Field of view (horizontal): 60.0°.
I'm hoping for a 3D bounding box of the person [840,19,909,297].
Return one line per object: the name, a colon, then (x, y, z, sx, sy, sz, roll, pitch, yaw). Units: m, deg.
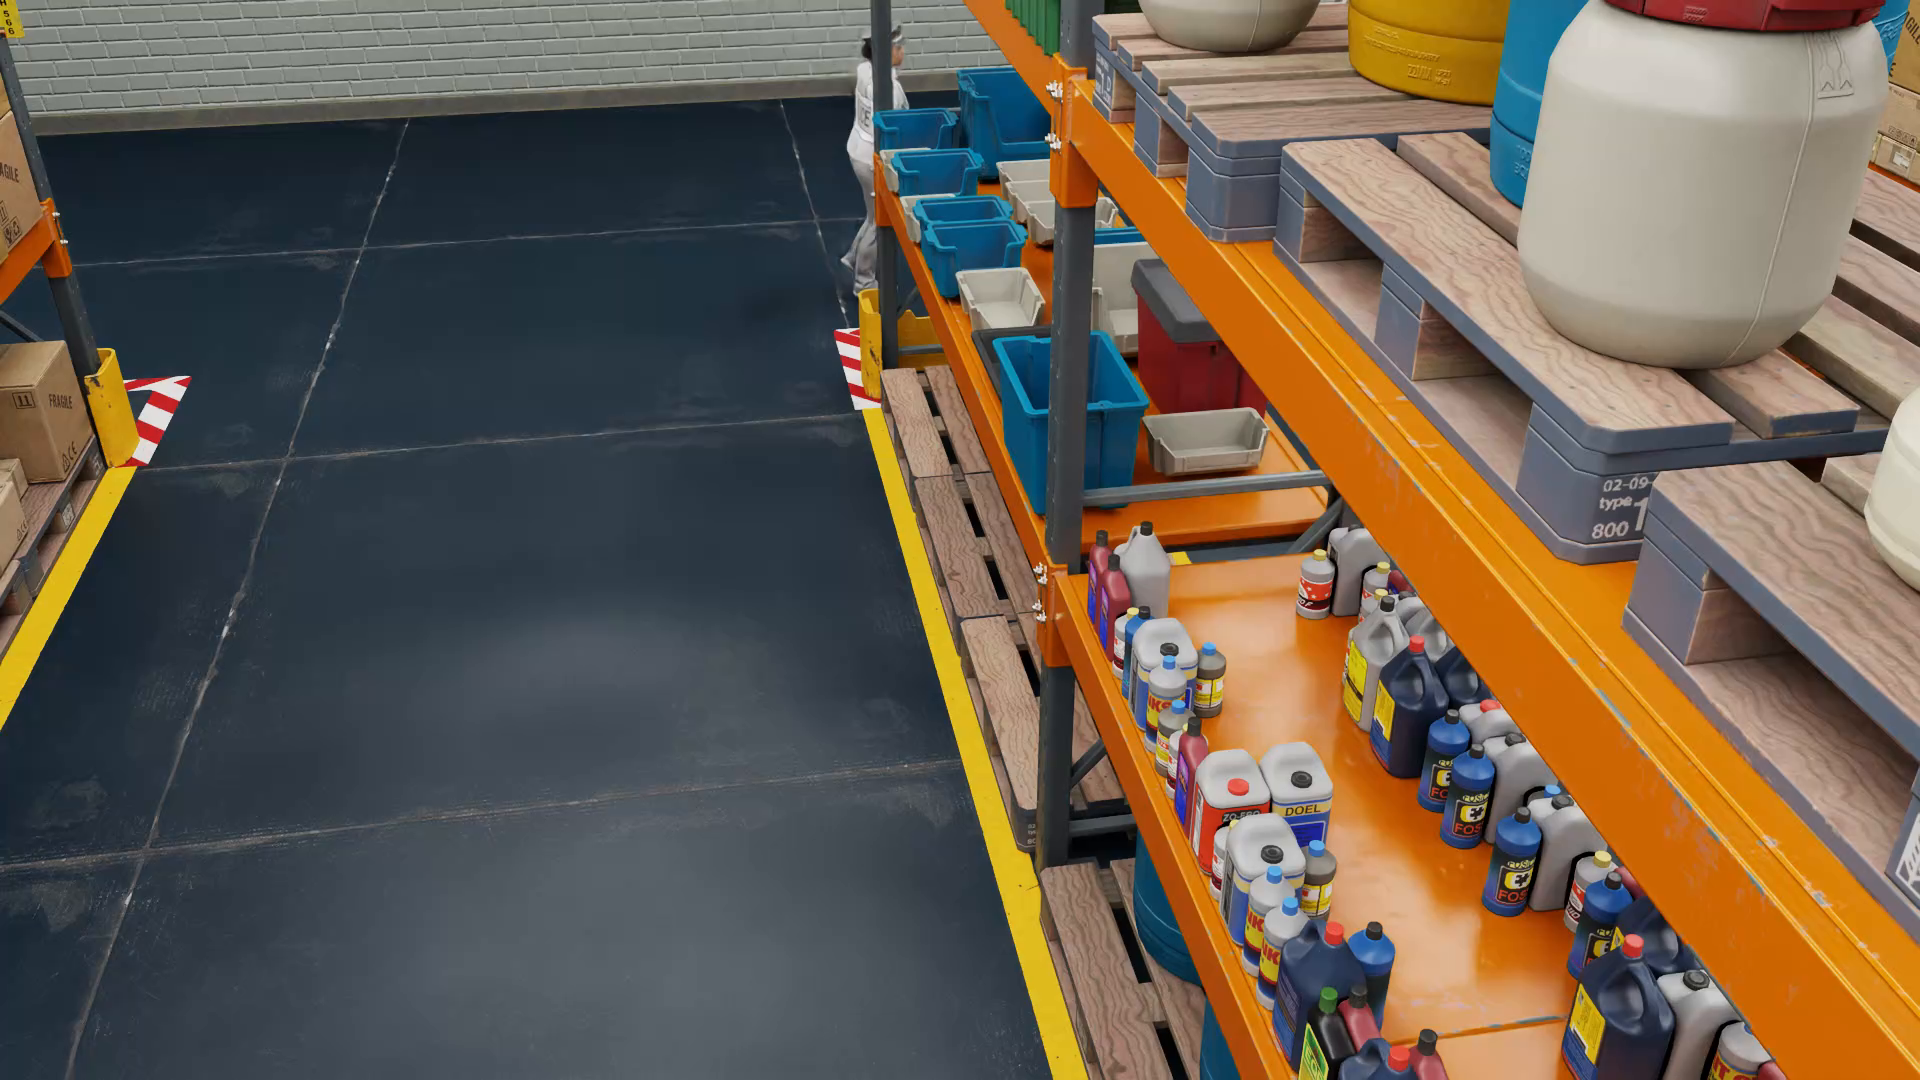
person: (-0.486, -2.212, 9.772, 0.404, 1.674, 0.513, -8, 32, -13)
